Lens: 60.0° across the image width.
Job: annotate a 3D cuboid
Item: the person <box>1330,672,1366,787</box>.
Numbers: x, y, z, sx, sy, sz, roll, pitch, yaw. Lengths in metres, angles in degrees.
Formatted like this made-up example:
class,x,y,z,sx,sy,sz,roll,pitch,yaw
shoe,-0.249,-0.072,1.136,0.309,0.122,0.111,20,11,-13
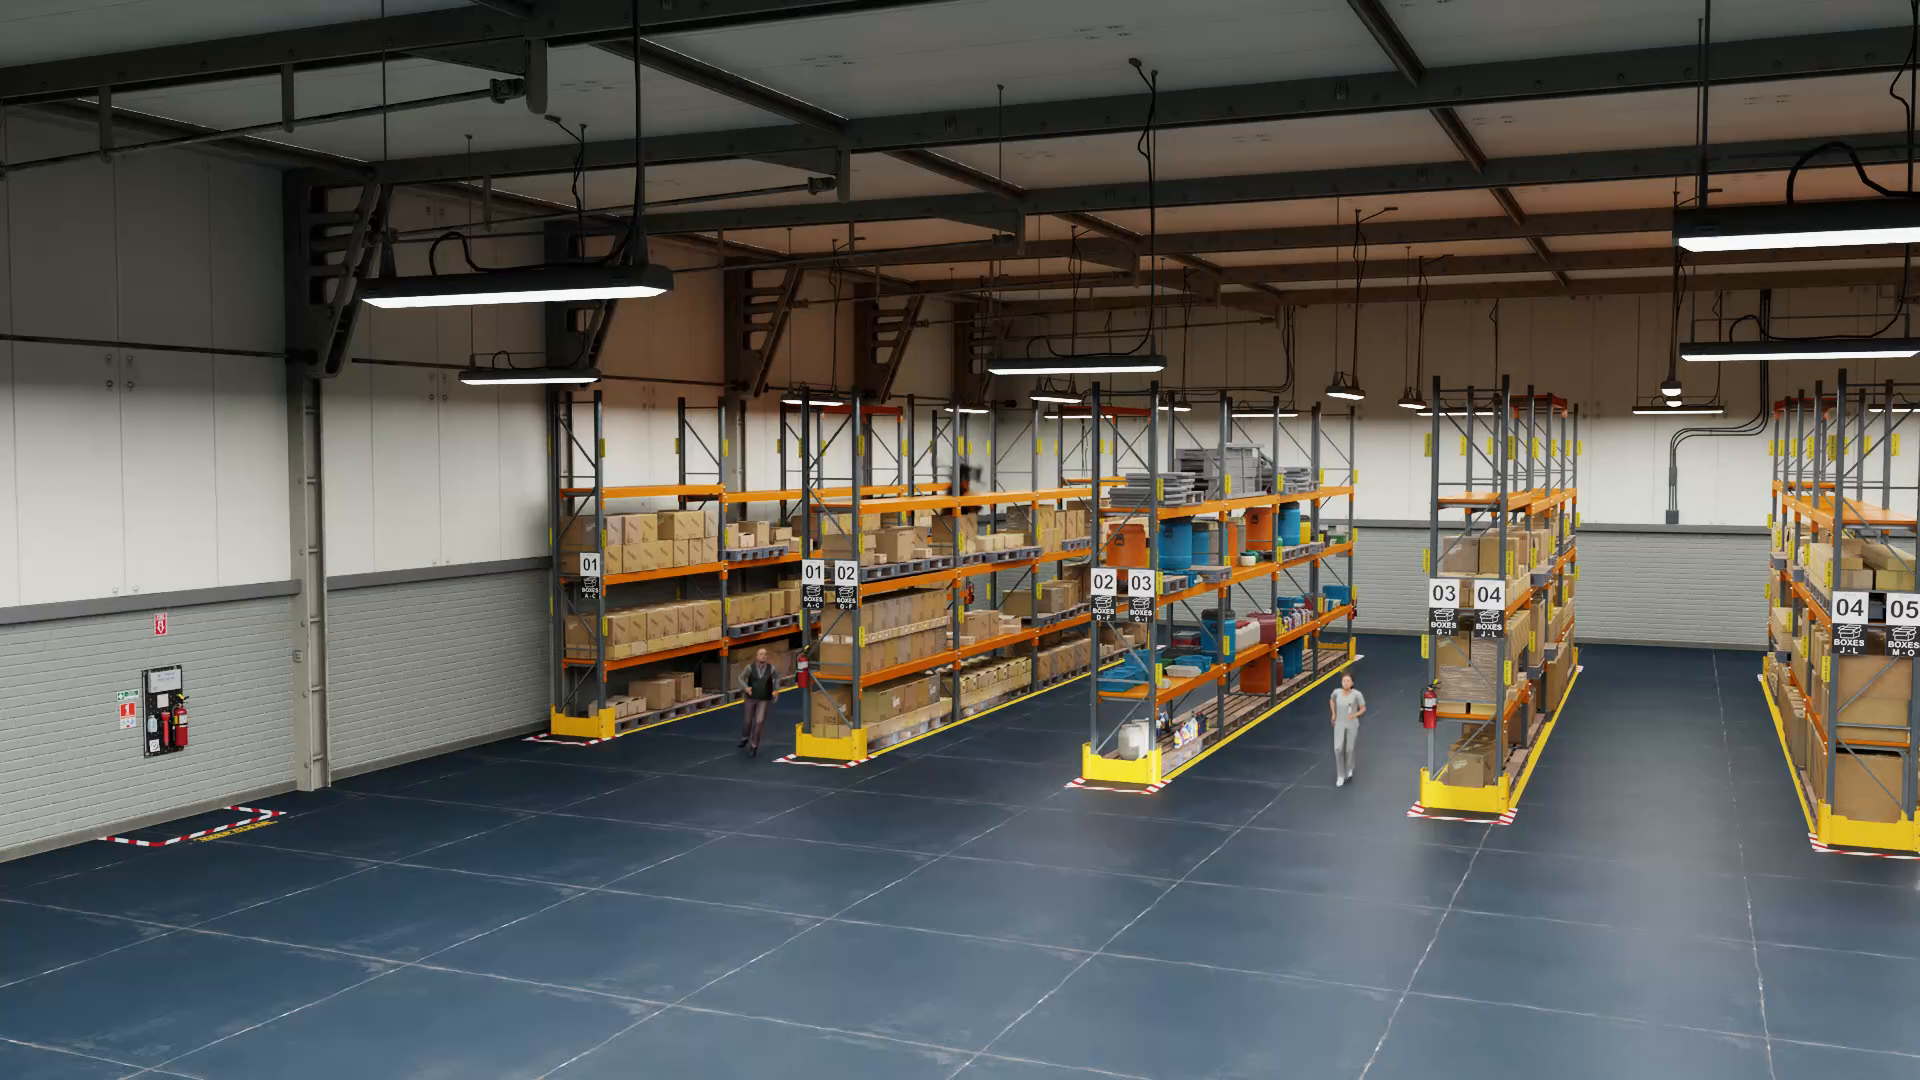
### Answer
class,x,y,z,sx,sy,sz,roll,pitch,yaw
person,5.811,2.806,24.901,0.550,1.696,0.800,1,3,20

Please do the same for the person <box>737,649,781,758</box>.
class,x,y,z,sx,sy,sz,roll,pitch,yaw
person,-3.301,2.650,27.248,0.727,1.742,0.839,0,3,-4
